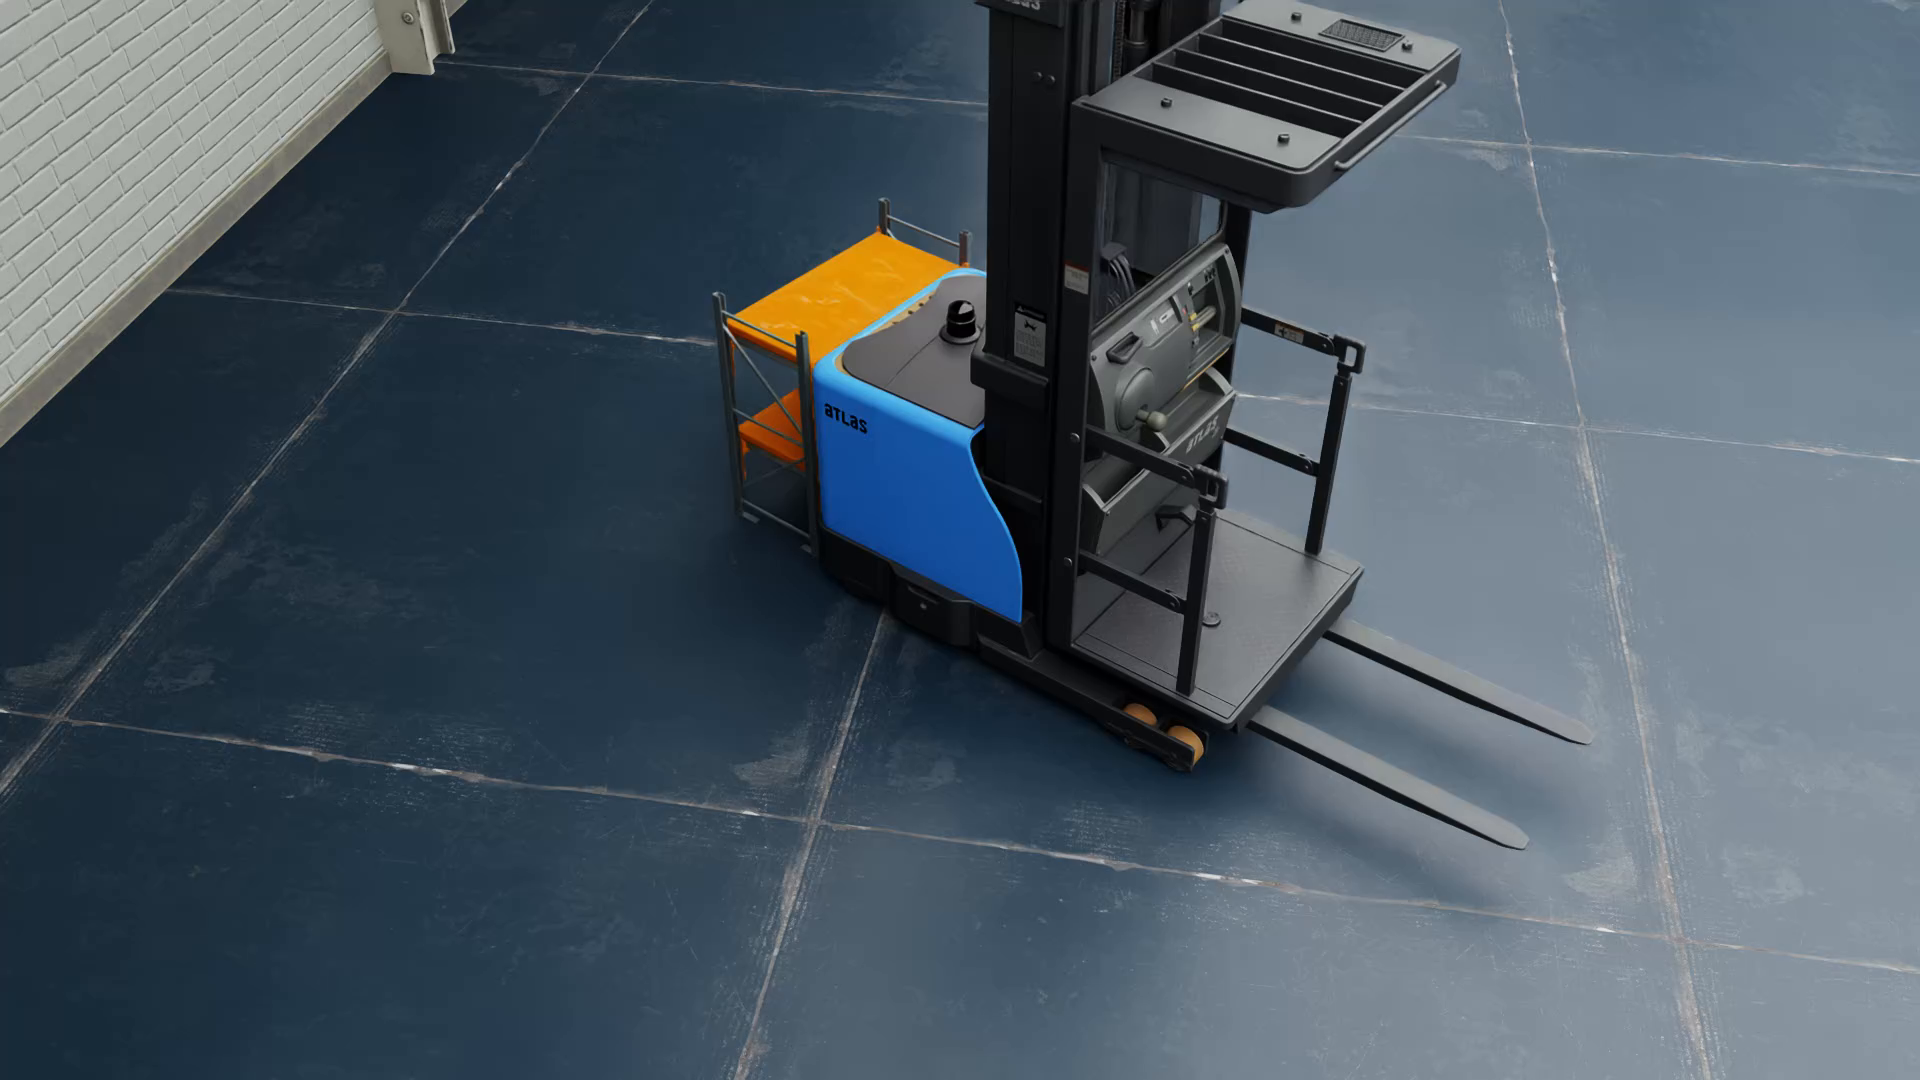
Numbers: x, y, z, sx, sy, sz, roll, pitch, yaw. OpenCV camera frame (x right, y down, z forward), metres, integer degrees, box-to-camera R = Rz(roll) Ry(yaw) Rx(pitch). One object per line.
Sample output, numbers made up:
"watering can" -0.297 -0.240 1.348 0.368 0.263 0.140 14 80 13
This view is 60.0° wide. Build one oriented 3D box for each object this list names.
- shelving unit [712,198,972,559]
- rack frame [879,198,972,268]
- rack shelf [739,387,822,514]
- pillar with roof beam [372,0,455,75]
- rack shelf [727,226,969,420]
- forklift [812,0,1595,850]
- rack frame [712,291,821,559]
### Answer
"shelving unit" -0.473 -0.712 7.229 0.538 1.125 1.048 27 47 29
"rack frame" -0.154 -0.964 7.534 0.500 1.125 0.032 27 47 29
"rack shelf" -0.473 -0.524 7.385 0.538 0.278 1.000 27 47 29
"pillar with roof beam" 0.640 -6.199 7.686 9.100 9.000 0.400 6 40 8
"rack shelf" -0.473 -0.938 7.042 0.538 0.278 1.000 27 47 29
"forklift" 0.897 -0.657 5.744 3.031 2.935 1.130 26 46 28
"rack frame" -0.793 -0.460 6.924 0.500 1.125 0.032 27 47 29
